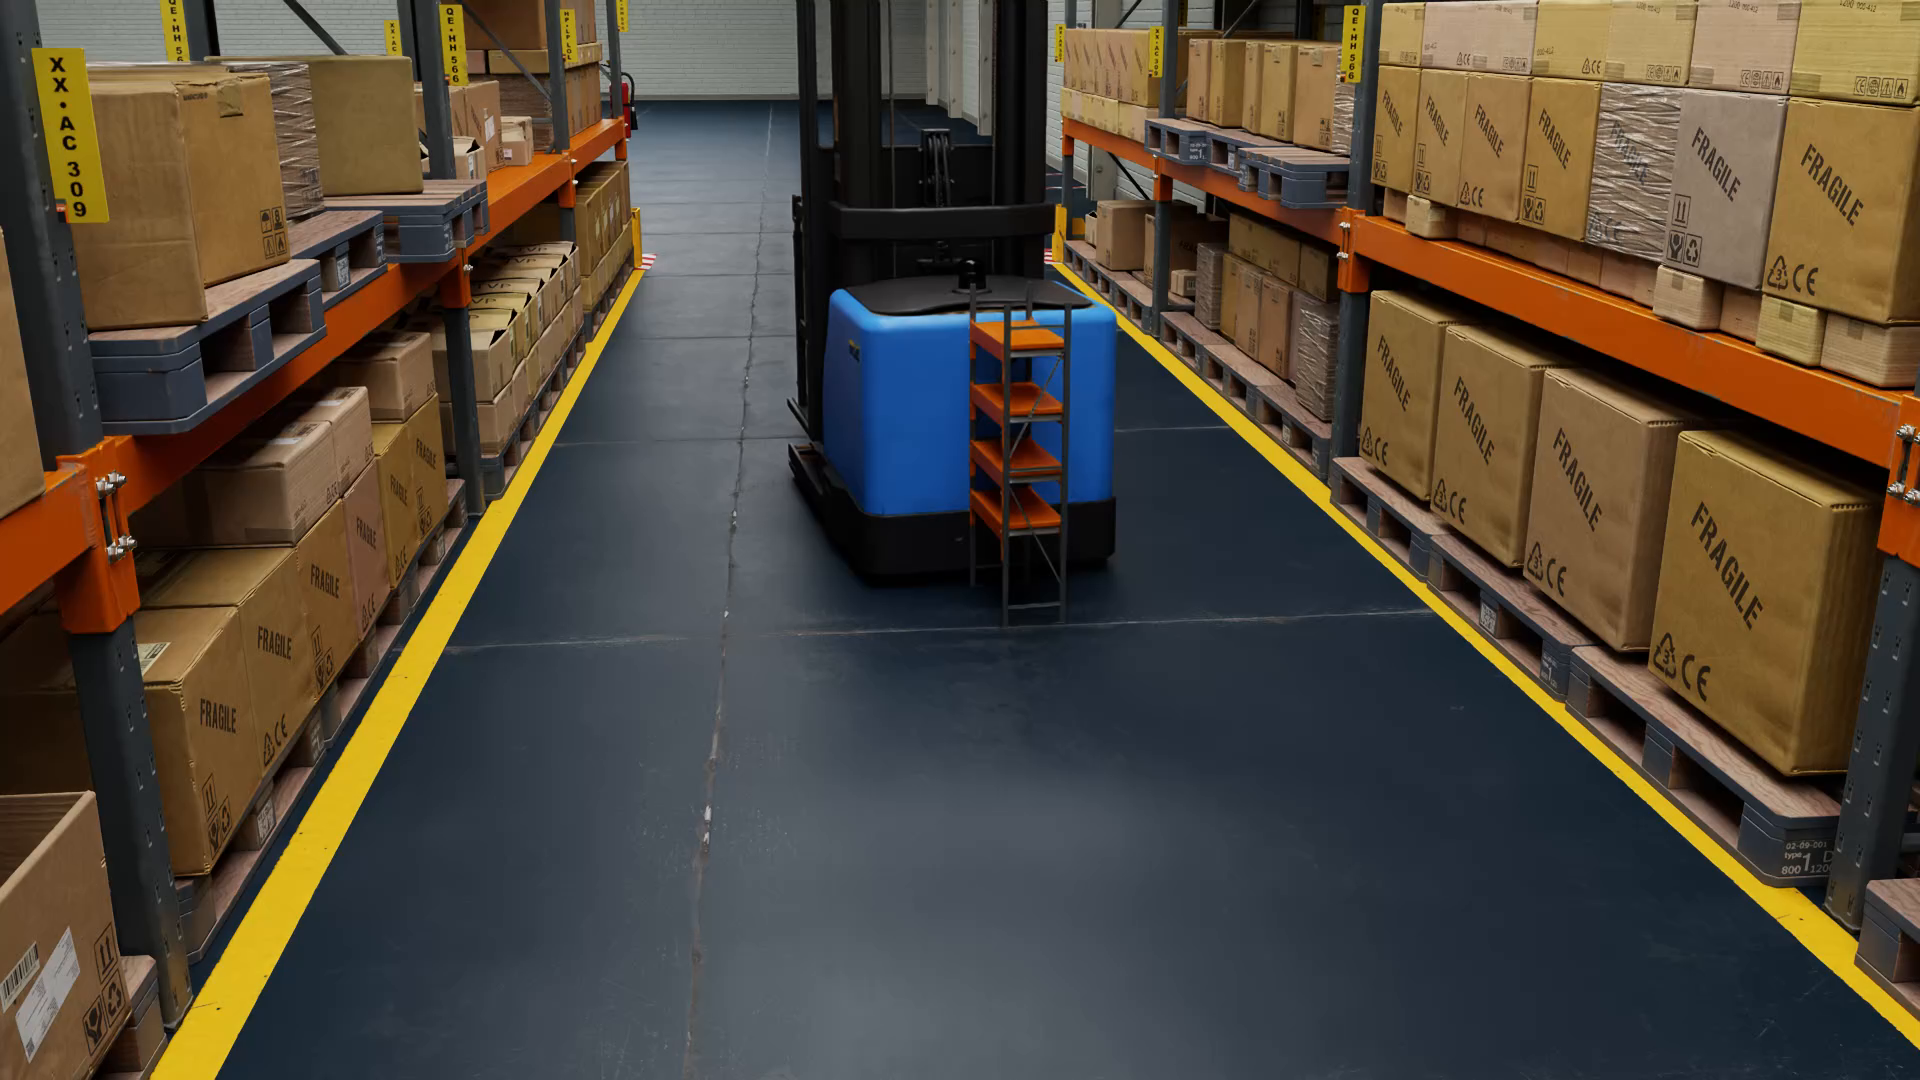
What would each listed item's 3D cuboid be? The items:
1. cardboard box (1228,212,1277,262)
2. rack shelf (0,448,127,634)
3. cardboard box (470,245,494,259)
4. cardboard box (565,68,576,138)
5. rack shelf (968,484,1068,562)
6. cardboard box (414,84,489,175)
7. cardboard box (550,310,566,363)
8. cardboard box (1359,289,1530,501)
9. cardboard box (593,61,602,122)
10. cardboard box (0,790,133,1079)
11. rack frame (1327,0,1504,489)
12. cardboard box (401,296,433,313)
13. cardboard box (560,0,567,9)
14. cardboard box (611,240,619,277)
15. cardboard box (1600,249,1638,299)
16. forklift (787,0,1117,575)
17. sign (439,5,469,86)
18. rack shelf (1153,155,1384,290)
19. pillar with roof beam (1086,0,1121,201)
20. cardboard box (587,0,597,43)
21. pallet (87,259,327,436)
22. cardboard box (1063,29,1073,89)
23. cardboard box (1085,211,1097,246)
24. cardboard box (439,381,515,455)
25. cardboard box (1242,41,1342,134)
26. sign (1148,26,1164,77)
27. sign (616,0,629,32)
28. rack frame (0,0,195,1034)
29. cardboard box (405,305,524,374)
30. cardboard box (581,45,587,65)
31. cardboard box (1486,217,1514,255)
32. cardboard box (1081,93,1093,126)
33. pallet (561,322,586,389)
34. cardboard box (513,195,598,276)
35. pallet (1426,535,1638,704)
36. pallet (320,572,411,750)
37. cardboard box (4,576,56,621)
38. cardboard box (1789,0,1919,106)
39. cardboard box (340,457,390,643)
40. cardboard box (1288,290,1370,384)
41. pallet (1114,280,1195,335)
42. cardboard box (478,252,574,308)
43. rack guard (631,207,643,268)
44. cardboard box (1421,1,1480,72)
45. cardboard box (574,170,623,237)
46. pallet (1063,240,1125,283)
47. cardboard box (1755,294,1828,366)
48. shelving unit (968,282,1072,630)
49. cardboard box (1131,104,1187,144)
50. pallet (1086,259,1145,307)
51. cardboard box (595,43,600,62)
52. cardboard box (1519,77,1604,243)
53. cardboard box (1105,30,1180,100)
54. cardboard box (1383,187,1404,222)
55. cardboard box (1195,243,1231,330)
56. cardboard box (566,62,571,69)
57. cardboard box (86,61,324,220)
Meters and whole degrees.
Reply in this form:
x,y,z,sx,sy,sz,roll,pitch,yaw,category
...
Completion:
x,y,z,sx,sy,sz,roll,pitch,yaw,category
1.998,-1.903,10.417,0.500,0.250,0.500,-2,18,-7,cardboard box
-2.038,0.599,1.462,1.077,0.370,4.000,-2,18,-6,rack shelf
-3.275,-1.749,10.693,0.500,0.311,0.500,-2,18,-5,cardboard box
-3.231,-3.210,12.227,0.700,0.500,0.500,-2,17,-5,cardboard box
0.214,-0.069,6.281,0.258,0.148,0.480,-4,18,-13,rack shelf
-2.901,-2.236,9.124,0.500,0.500,0.500,-2,18,-6,cardboard box
-2.635,-1.194,9.863,0.500,0.250,0.500,-1,17,-4,cardboard box
2.215,-0.638,7.088,0.750,0.750,0.750,-2,18,-6,cardboard box
-3.447,-3.824,14.181,0.700,0.500,0.500,-2,18,-6,cardboard box
-1.904,0.804,3.048,0.500,0.500,0.500,-2,18,-6,cardboard box
2.270,-1.686,7.540,1.000,3.000,0.127,-2,18,-6,rack frame
-3.066,-1.141,8.758,0.500,0.311,0.500,-2,18,-6,cardboard box
-3.226,-3.822,12.011,0.700,0.500,0.500,-2,18,-6,cardboard box
-2.967,-2.207,13.087,0.500,0.250,0.500,-2,18,-6,cardboard box
2.278,-0.856,5.281,0.380,0.149,0.250,-2,18,-7,cardboard box
-0.217,-1.664,7.584,1.130,2.935,3.031,-4,18,-13,forklift
-2.118,-2.066,6.950,0.100,0.325,0.005,-2,18,-6,sign
2.063,-1.939,9.545,1.077,0.370,4.000,-2,18,-6,rack shelf
-2.524,-8.405,18.924,9.100,9.000,0.400,-2,18,-6,pillar with roof beam
-3.442,-4.427,13.937,0.700,0.500,0.500,-2,18,-5,cardboard box
-2.219,-0.490,4.051,1.003,0.211,1.213,-2,18,-6,pallet
1.195,-4.214,14.556,0.500,0.500,0.500,-2,18,-6,cardboard box
1.426,-2.788,14.803,0.500,0.311,0.500,-4,18,-12,cardboard box
-2.419,-0.585,7.924,0.500,0.250,0.500,-2,18,-6,cardboard box
2.025,-2.621,9.616,0.700,0.500,0.500,1,17,2,cardboard box
1.318,-3.272,11.145,0.100,0.325,0.005,-2,18,-6,sign
-2.941,-4.593,14.472,0.100,0.325,0.005,-2,18,-6,sign
-2.245,-0.340,3.253,1.000,3.000,0.127,-2,18,-6,rack frame
-2.482,-1.009,8.337,0.500,0.311,0.500,-2,18,-7,cardboard box
-3.118,-3.779,12.956,0.380,0.149,0.250,-1,17,-4,cardboard box
2.218,-1.165,6.267,0.380,0.149,0.250,-1,17,-4,cardboard box
1.293,-3.546,13.681,0.500,0.250,0.500,-2,18,-7,cardboard box
-2.955,-1.175,10.567,1.003,0.211,1.213,-2,18,-6,pallet
-2.806,-2.118,11.552,0.500,0.500,0.500,-2,18,-6,cardboard box
2.399,0.244,6.047,1.003,0.211,1.213,-2,18,-6,pallet
-2.495,0.385,5.599,1.003,0.211,1.213,-2,18,-6,pallet
-2.623,0.357,4.471,0.500,0.500,0.500,-2,18,-5,cardboard box
2.380,-1.182,3.987,0.500,0.250,0.500,-1,17,-4,cardboard box
-2.214,0.033,5.504,0.500,0.500,0.500,-2,18,-8,cardboard box
2.206,-1.073,9.027,0.700,0.500,0.500,-2,18,-6,cardboard box
1.753,-1.746,12.387,1.003,0.211,1.213,-2,18,-6,pallet
-2.683,-1.613,10.260,0.500,0.311,0.500,-1,17,-4,cardboard box
-3.485,-2.730,15.038,1.175,0.500,0.348,-2,18,-6,rack guard
2.116,-1.940,6.399,0.500,0.250,0.500,-2,18,-6,cardboard box
-3.013,-2.714,13.450,0.500,0.500,0.500,-2,18,-6,cardboard box
1.501,-2.473,14.703,1.003,0.211,1.213,-2,18,-6,pallet
2.316,-0.550,4.308,0.380,0.149,0.250,-1,17,-5,cardboard box
0.214,-0.323,6.201,0.258,1.200,0.503,-4,18,-13,shelving unit
1.507,-2.948,11.775,0.500,0.250,0.500,-2,18,-6,cardboard box
1.624,-2.111,13.548,1.003,0.211,1.213,-2,18,-6,pallet
-3.225,-4.087,13.936,0.380,0.149,0.250,-1,17,-4,cardboard box
2.221,-1.273,5.529,0.500,0.500,0.500,-1,17,-4,cardboard box
1.402,-3.604,12.613,0.500,0.500,0.500,-2,18,-7,cardboard box
2.073,-1.470,7.239,0.380,0.149,0.250,-2,18,-6,cardboard box
1.949,-1.676,10.947,0.700,0.500,0.500,-1,17,-4,cardboard box
-3.011,-3.471,11.976,0.380,0.149,0.250,-2,18,-7,cardboard box
-2.576,-1.317,5.498,0.700,0.500,0.500,1,17,5,cardboard box
